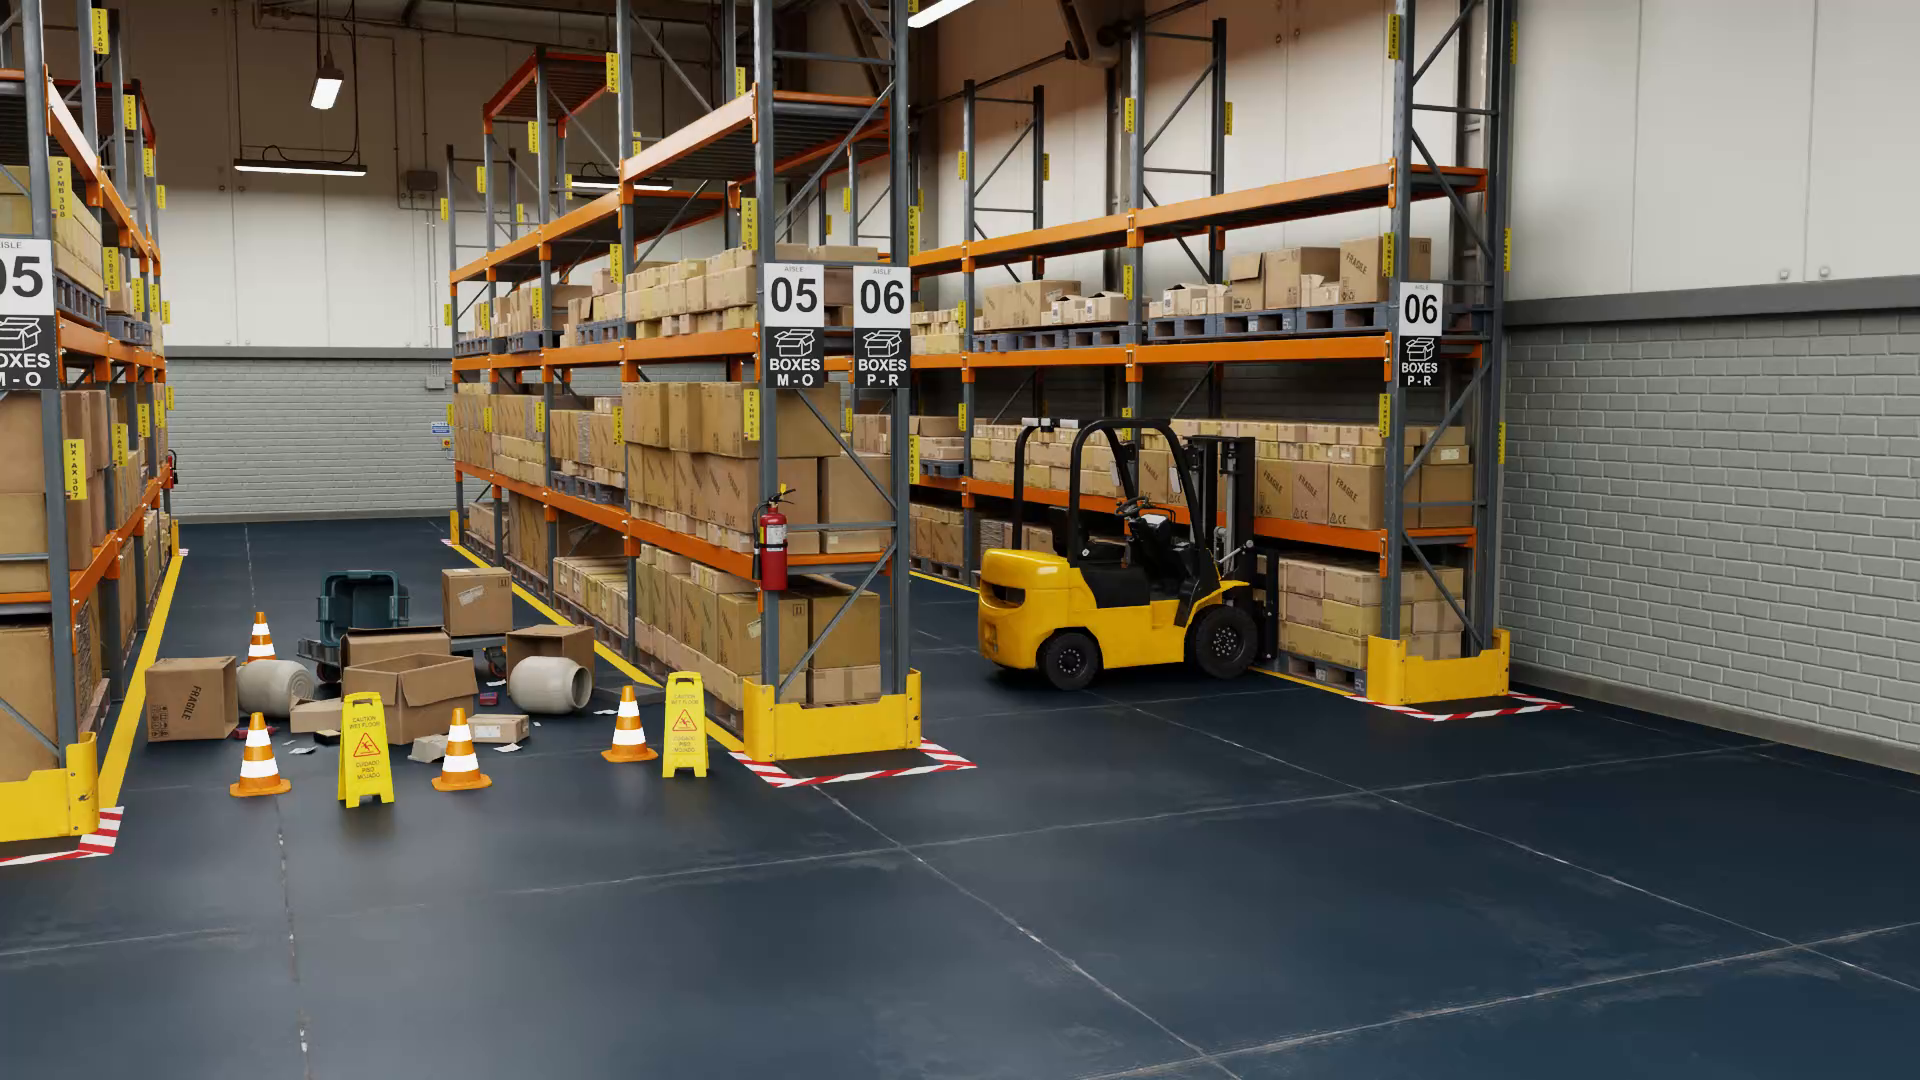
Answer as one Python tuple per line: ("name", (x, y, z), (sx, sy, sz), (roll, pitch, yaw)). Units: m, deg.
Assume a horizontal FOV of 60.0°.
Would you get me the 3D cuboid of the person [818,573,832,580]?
("person", (-1.445, -0.072, 17.463), (0.608, 1.759, 0.611), (-4, 7, -35))
